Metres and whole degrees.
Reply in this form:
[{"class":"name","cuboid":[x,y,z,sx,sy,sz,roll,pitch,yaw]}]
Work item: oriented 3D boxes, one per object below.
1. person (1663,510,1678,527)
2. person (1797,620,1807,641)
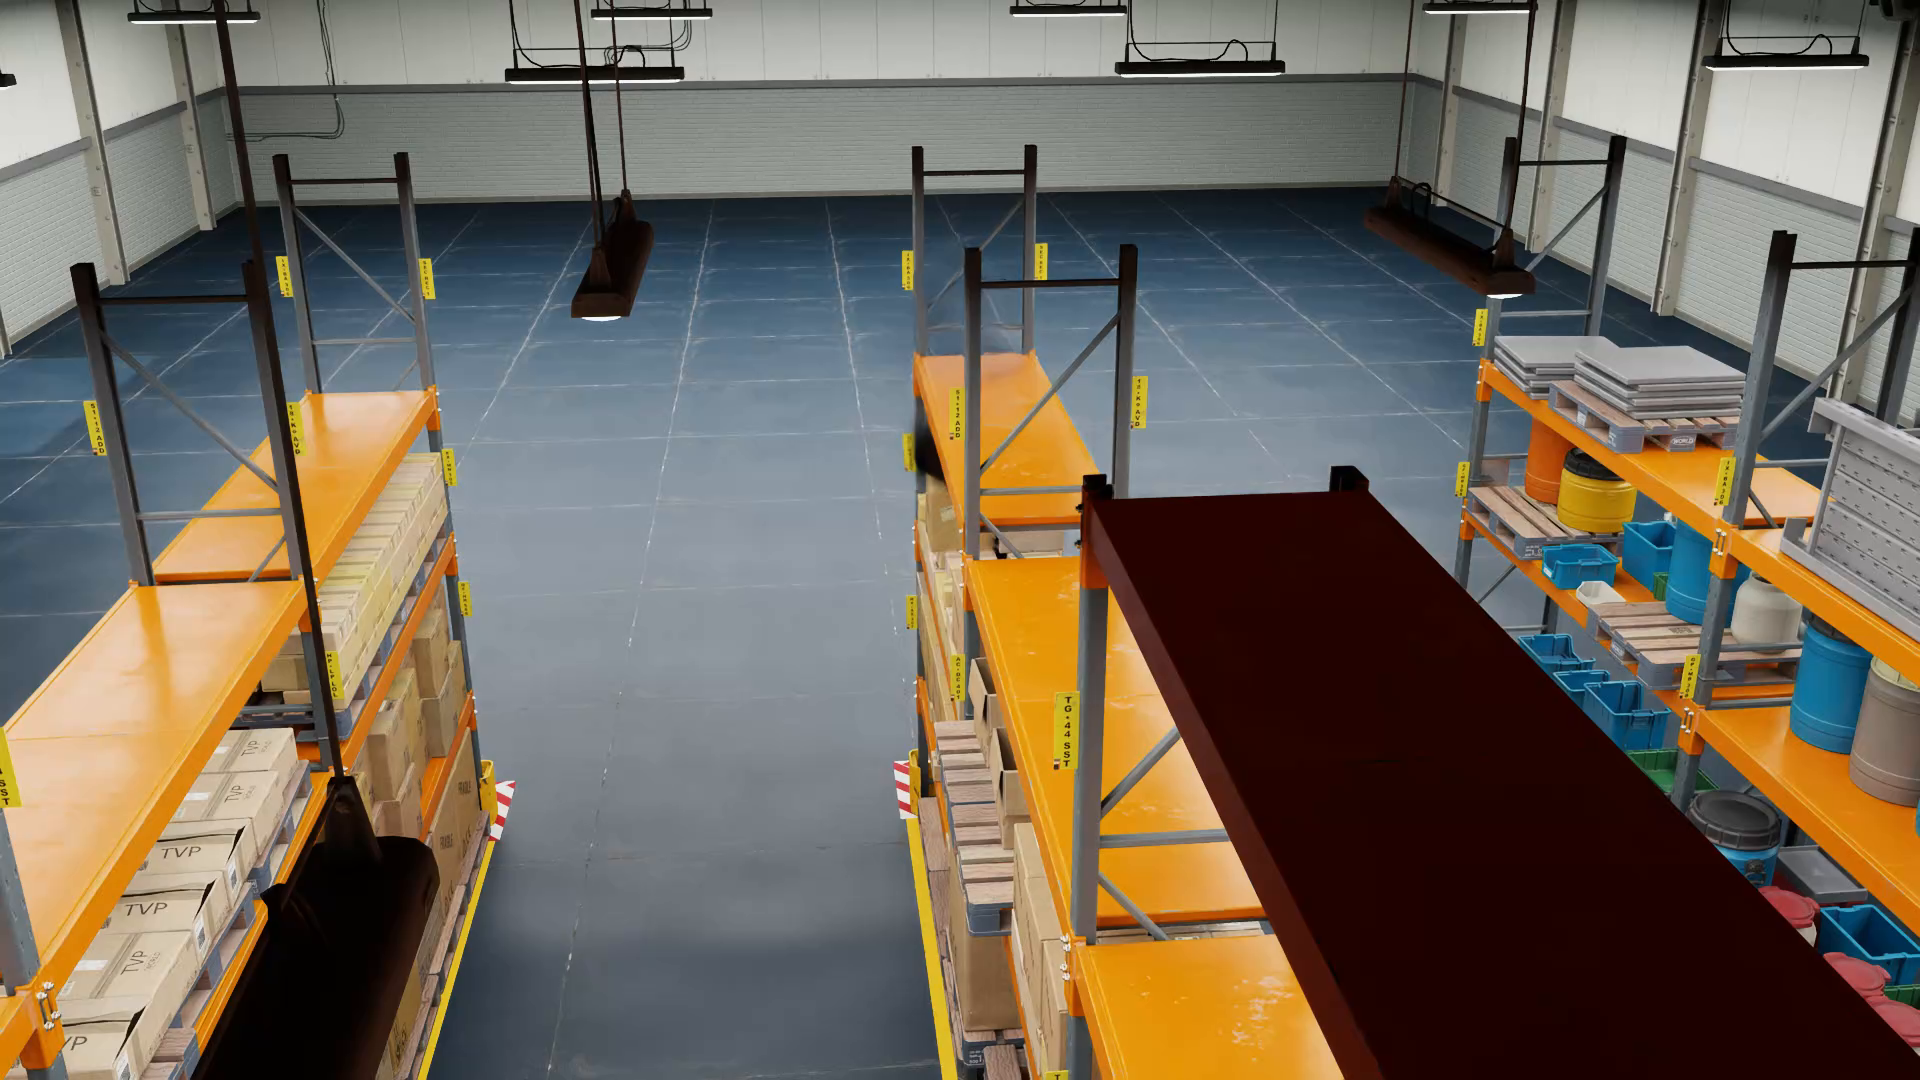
[{"class":"person","cuboid":[8.162,0.152,18.853,0.984,1.816,0.712,8,23,19]},{"class":"person","cuboid":[8.955,0.549,17.915,0.891,1.685,0.587,8,23,20]}]
